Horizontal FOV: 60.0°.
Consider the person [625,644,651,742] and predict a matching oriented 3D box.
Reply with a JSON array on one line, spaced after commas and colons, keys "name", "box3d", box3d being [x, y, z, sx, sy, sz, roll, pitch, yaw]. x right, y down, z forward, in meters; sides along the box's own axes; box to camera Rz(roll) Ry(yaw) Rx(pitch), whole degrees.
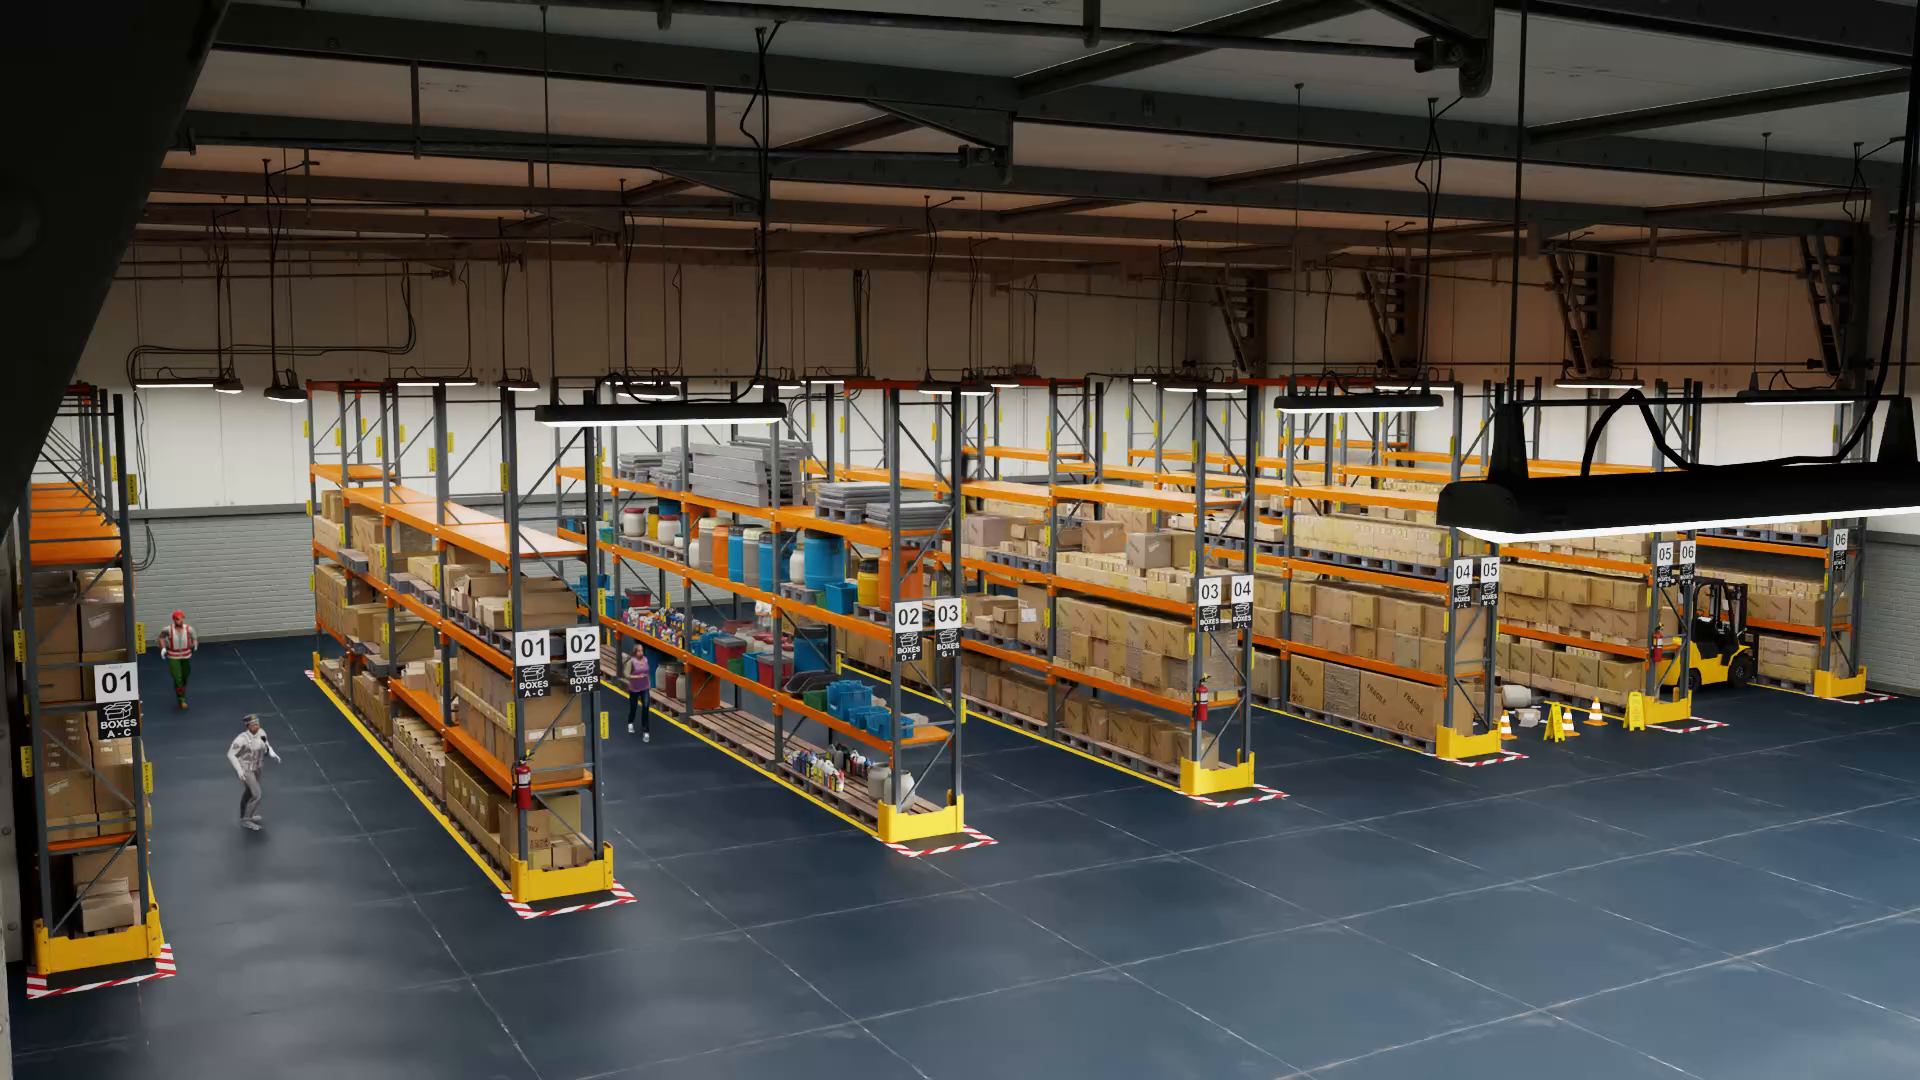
[{"name": "person", "box3d": [-5.429, 2.534, 28.017, 0.504, 1.609, 0.861, -3, 7, -27]}]

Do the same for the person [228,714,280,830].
[{"name": "person", "box3d": [-9.657, 3.140, 22.734, 0.762, 1.619, 0.635, 1, 6, 10]}]

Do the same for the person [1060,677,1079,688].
[{"name": "person", "box3d": [2.140, 2.159, 31.046, 0.736, 1.767, 0.710, -2, 7, -22]}]

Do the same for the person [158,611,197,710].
[{"name": "person", "box3d": [-14.438, 2.181, 30.733, 0.628, 1.784, 0.993, -4, 8, -36]}]

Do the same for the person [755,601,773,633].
[{"name": "person", "box3d": [-4.038, 1.808, 34.851, 0.605, 1.709, 0.901, -3, 7, -24]}]
